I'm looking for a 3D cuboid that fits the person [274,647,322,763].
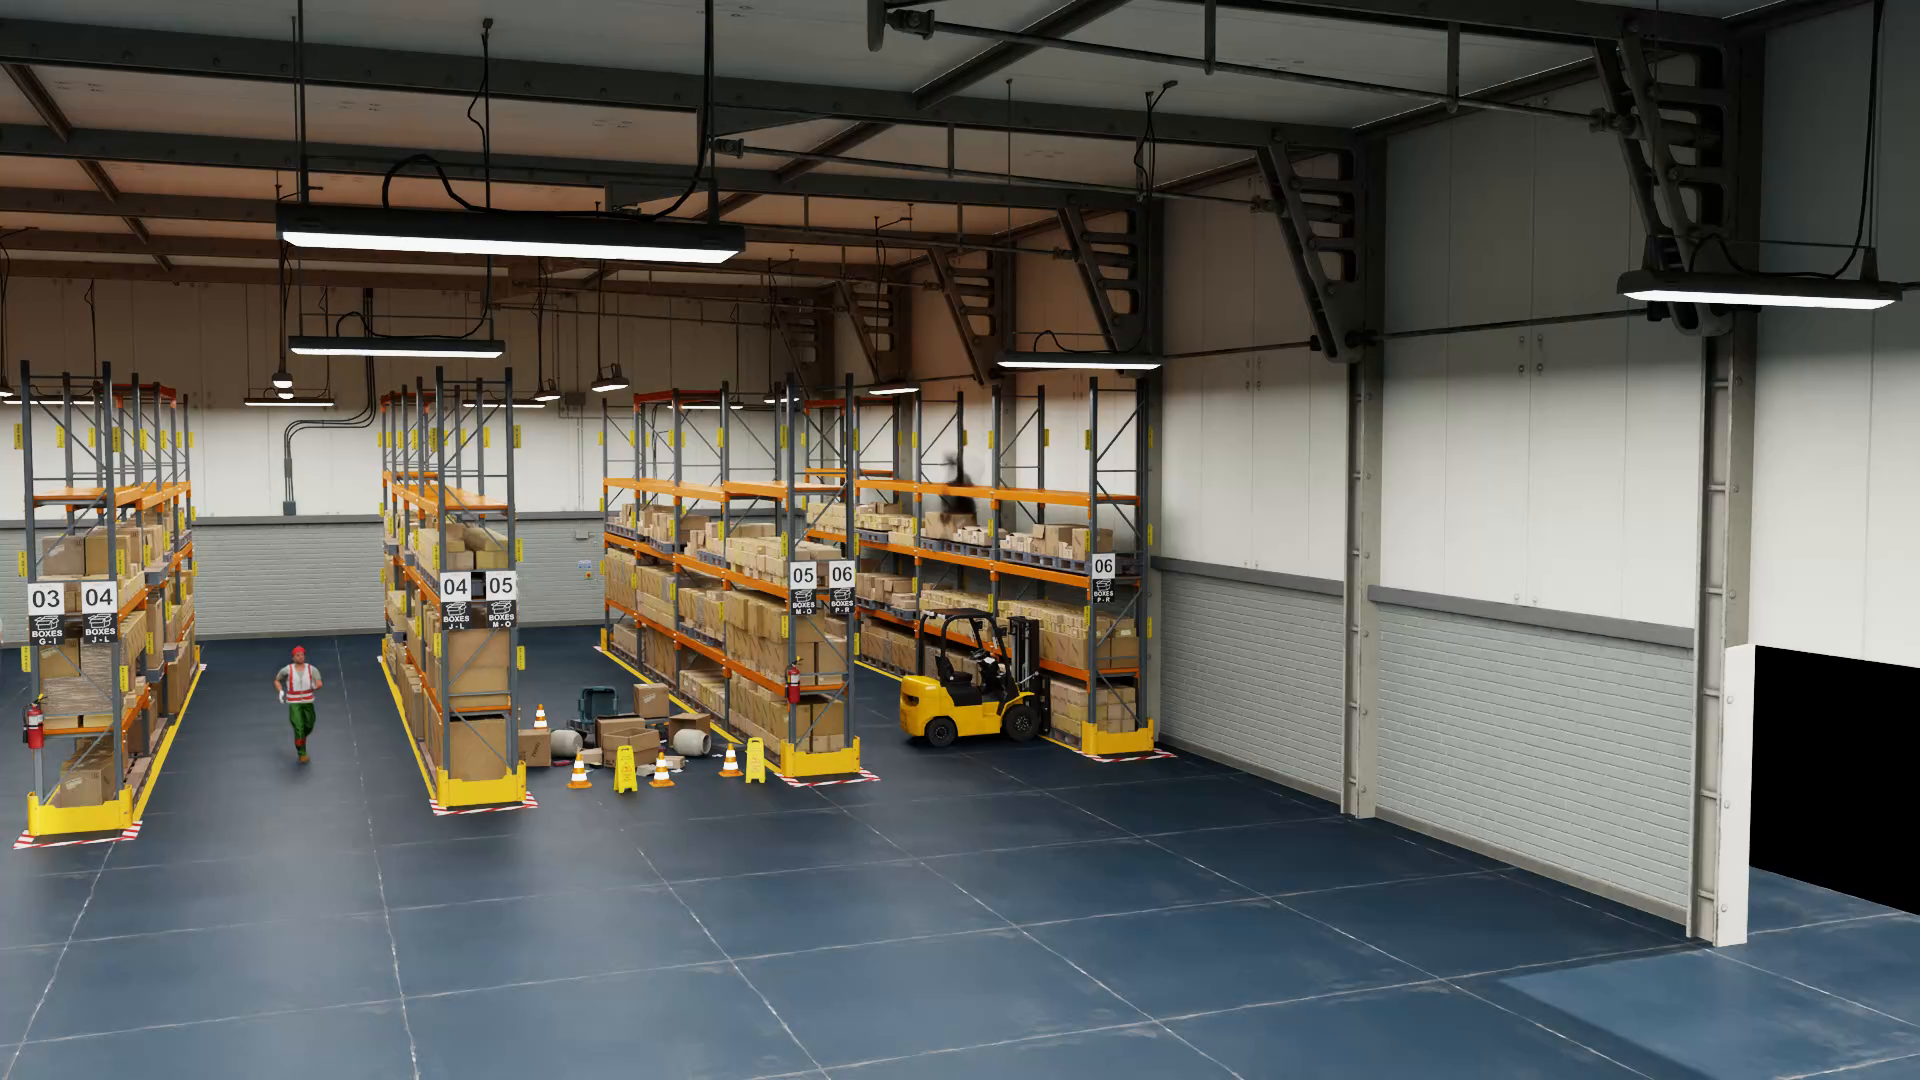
[{"bbox_3d":[-10.296,2.544,25.949,0.667,1.767,0.963,-2,4,-35],"label":"person"}]
